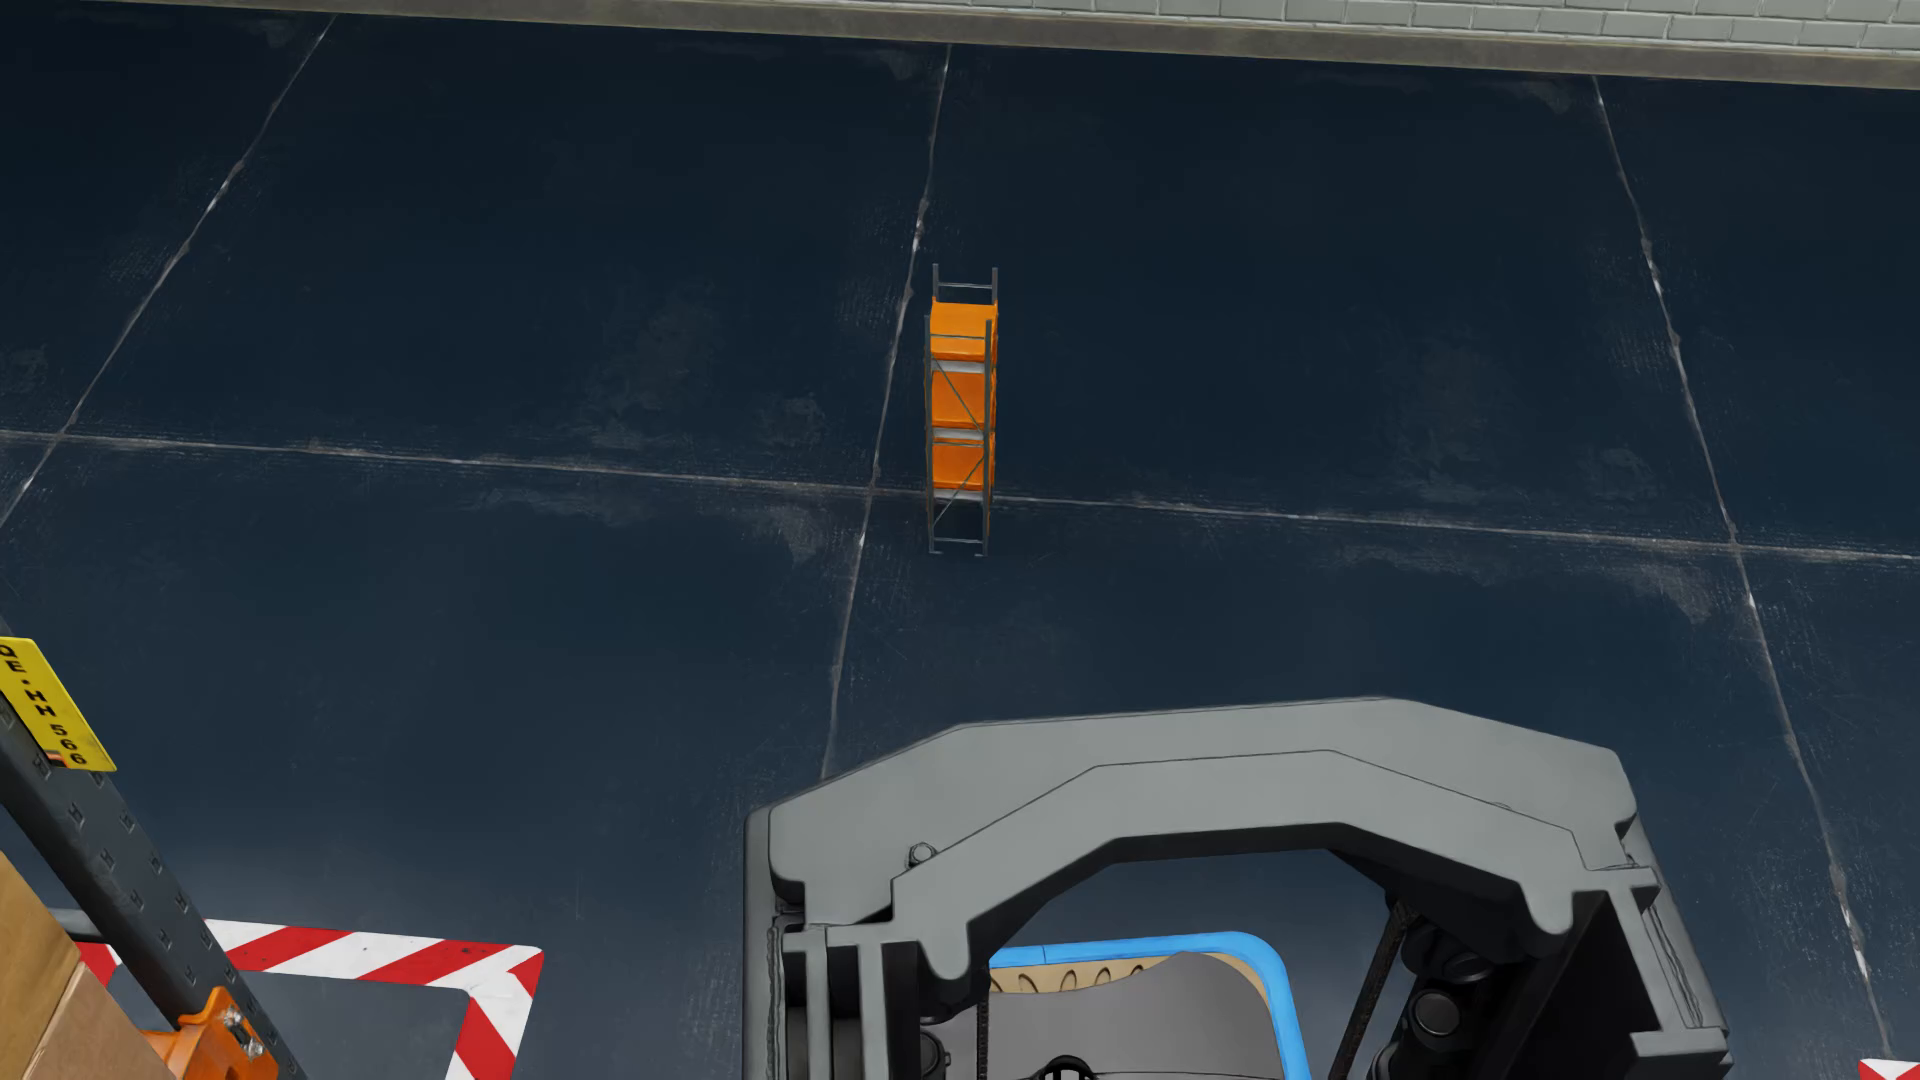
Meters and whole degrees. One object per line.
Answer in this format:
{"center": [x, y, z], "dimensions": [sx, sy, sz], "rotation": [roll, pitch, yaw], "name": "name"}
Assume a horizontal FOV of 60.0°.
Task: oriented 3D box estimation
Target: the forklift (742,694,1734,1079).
{"center": [0.296, 1.681, 2.226], "dimensions": [1.130, 2.935, 3.031], "rotation": [-3, 48, -3], "name": "forklift"}

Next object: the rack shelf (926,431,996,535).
{"center": [0.005, -0.199, 5.611], "dimensions": [0.215, 0.259, 0.240], "rotation": [4, 48, 4], "name": "rack shelf"}

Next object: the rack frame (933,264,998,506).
{"center": [0.016, -0.483, 5.481], "dimensions": [0.200, 1.050, 0.008], "rotation": [4, 48, 4], "name": "rack frame"}

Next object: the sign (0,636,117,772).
{"center": [-1.371, 0.249, 2.491], "dimensions": [0.100, 0.325, 0.005], "rotation": [4, 48, 4], "name": "sign"}

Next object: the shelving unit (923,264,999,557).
{"center": [0.005, -0.394, 5.399], "dimensions": [0.215, 1.050, 0.252], "rotation": [4, 48, 4], "name": "shelving unit"}

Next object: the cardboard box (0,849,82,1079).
{"center": [-1.689, 0.669, 2.360], "dimensions": [0.500, 0.500, 0.500], "rotation": [3, 48, 3], "name": "cardboard box"}

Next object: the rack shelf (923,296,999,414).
{"center": [0.005, -0.578, 5.197], "dimensions": [0.215, 0.259, 0.240], "rotation": [4, 48, 4], "name": "rack shelf"}

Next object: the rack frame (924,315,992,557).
{"center": [-0.006, -0.304, 5.317], "dimensions": [0.200, 1.050, 0.008], "rotation": [4, 48, 4], "name": "rack frame"}

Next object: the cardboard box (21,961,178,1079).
{"center": [-1.692, 1.008, 2.727], "dimensions": [0.500, 0.500, 0.500], "rotation": [5, 48, 5], "name": "cardboard box"}

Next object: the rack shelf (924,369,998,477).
{"center": [0.005, -0.386, 5.406], "dimensions": [0.215, 0.259, 0.240], "rotation": [4, 48, 4], "name": "rack shelf"}

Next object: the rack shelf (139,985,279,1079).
{"center": [-2.104, 2.407, 2.003], "dimensions": [1.077, 0.370, 4.000], "rotation": [4, 48, 4], "name": "rack shelf"}
